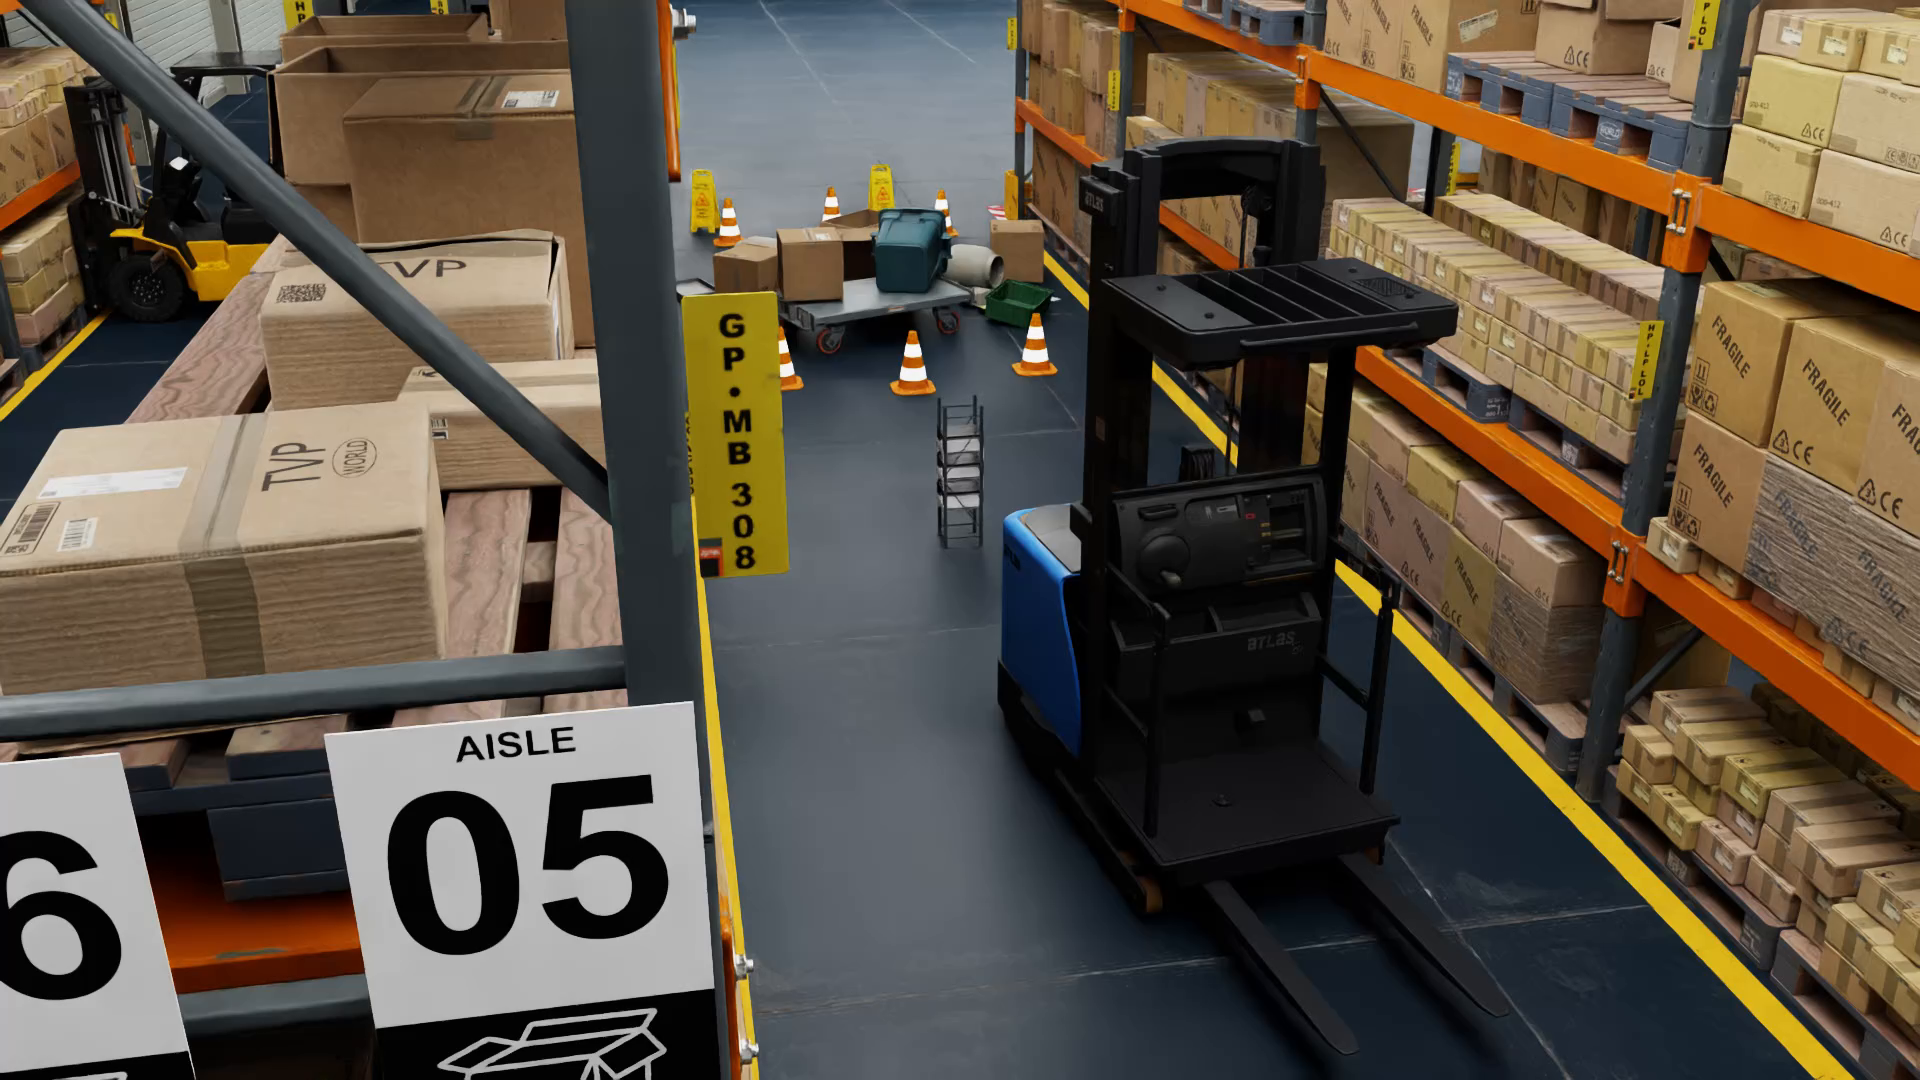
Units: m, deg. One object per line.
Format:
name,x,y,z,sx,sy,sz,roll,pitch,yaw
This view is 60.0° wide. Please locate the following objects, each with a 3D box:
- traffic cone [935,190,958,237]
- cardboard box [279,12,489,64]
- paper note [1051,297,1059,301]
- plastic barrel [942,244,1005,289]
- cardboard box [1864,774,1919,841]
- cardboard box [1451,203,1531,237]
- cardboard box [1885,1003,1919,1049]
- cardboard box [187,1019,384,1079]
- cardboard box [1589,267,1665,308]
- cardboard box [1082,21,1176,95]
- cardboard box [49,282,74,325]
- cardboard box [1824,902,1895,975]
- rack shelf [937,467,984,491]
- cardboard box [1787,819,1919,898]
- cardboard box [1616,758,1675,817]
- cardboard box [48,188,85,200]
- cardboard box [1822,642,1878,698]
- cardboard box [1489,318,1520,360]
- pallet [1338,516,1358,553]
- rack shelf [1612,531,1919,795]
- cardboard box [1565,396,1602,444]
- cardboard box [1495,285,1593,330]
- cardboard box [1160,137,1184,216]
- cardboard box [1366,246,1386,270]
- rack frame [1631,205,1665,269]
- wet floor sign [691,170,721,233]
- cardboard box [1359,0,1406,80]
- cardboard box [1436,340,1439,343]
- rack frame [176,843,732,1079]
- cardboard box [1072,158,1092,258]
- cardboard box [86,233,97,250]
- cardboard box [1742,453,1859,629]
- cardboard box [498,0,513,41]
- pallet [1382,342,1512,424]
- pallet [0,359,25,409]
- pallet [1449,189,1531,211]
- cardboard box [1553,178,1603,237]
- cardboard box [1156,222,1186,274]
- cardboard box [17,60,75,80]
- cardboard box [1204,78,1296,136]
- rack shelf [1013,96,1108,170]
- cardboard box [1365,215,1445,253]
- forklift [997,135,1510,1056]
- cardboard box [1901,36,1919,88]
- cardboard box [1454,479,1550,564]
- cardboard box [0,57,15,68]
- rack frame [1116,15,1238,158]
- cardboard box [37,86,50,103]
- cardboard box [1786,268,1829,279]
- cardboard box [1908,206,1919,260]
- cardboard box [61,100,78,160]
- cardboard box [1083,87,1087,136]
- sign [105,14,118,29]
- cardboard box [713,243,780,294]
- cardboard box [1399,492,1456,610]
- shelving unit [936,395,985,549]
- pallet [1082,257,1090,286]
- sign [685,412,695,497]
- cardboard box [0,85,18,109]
traffic cone,-0.199,-3.482,17.645,0.336,0.463,0.334,-4,24,-10
cardboard box,-1.627,-1.244,4.829,0.500,0.500,0.500,-4,24,-9
paper note,0.823,-2.223,15.300,0.142,0.020,0.147,18,29,36
plastic barrel,0.120,-2.538,15.531,0.512,0.421,0.421,13,27,27
cardboard box,3.749,1.026,6.447,0.380,0.149,0.250,-4,24,-8
cardboard box,3.163,-1.904,9.908,0.380,0.149,0.250,-5,24,-10
cardboard box,3.472,1.647,5.768,0.380,0.149,0.250,-4,24,-8
cardboard box,-1.053,0.813,2.456,0.380,0.149,0.250,-4,24,-9
cardboard box,3.456,-1.286,8.493,0.380,0.149,0.250,-3,24,-8
cardboard box,1.587,-4.304,14.821,0.875,0.550,0.550,-4,24,-10
cardboard box,-7.759,-1.956,13.892,0.500,0.250,0.500,-5,24,-11
cardboard box,3.344,1.412,5.936,0.380,0.149,0.250,-4,24,-10
rack shelf,0.001,-0.379,10.076,0.258,0.077,0.200,-4,24,-10
cardboard box,3.302,1.169,6.119,0.380,0.149,0.250,-4,24,-9
cardboard box,3.069,1.042,7.153,0.380,0.149,0.250,-5,24,-12
cardboard box,-8.030,-3.018,15.075,0.500,0.250,0.500,-4,24,-9
cardboard box,3.296,0.420,5.853,0.380,0.149,0.250,-4,24,-9
cardboard box,2.855,-1.005,8.222,0.380,0.149,0.250,-6,24,-12
pallet,2.720,-0.227,10.506,1.003,0.211,1.213,-4,24,-10
rack shelf,3.687,0.878,5.392,1.077,0.370,4.000,-4,24,-10
cardboard box,3.000,-0.560,7.573,0.380,0.149,0.250,-4,24,-9
cardboard box,2.864,-1.140,8.158,0.380,0.149,0.250,-5,24,-11
cardboard box,1.854,-2.809,12.809,0.500,0.500,0.500,-4,24,-10
cardboard box,2.574,-1.610,9.605,0.380,0.149,0.250,-5,24,-11
rack frame,6.731,-3.713,15.003,1.000,3.000,0.127,-4,24,-10
wet floor sign,-2.732,-3.628,17.750,0.267,0.644,0.232,4,24,9
cardboard box,2.521,-2.792,9.023,0.500,0.500,0.500,-4,24,-10
cardboard box,2.709,-1.177,8.987,0.380,0.149,0.250,-4,24,-9
rack frame,-0.789,1.741,2.517,1.000,3.000,0.127,-4,24,-10
cardboard box,1.620,-3.211,15.985,0.875,0.875,0.875,-4,24,-9
cardboard box,-7.941,-2.580,14.697,0.500,0.250,0.500,-4,24,-10
cardboard box,3.259,-0.013,6.036,0.500,0.500,0.500,-4,24,-10
cardboard box,-1.899,-2.644,8.158,0.700,0.500,0.500,-6,24,-12
pallet,2.984,-0.949,8.914,1.003,0.211,1.213,-4,24,-10
pallet,-7.711,-1.046,12.381,1.003,0.211,1.213,-4,24,-10
pallet,6.121,-3.656,18.358,1.003,0.211,1.213,-4,24,-10
cardboard box,6.391,-3.383,16.847,0.500,0.500,0.500,-6,24,-14
cardboard box,2.041,-2.309,14.076,1.050,0.750,0.750,-4,24,-10
cardboard box,-8.071,-4.145,14.685,0.380,0.149,0.250,-4,24,-8
cardboard box,2.217,-3.095,12.214,0.700,0.500,0.500,-5,24,-10
rack shelf,1.468,-3.842,16.199,1.077,0.370,4.000,-4,24,-10
cardboard box,2.566,-1.764,9.586,0.380,0.149,0.250,-4,24,-10
forklift,1.141,0.001,6.586,1.130,2.935,3.031,-8,25,-17
cardboard box,3.256,-1.514,5.287,0.380,0.149,0.250,-5,24,-11
cardboard box,2.849,-0.107,8.408,0.500,0.250,0.500,-3,24,-7
cardboard box,-8.664,-4.209,14.832,0.380,0.149,0.250,-4,24,-9
rack frame,1.838,-3.385,14.254,1.000,3.000,0.127,-4,24,-10
cardboard box,-8.067,-3.804,14.276,0.380,0.149,0.250,-4,24,-10
cardboard box,7.100,-1.897,13.420,0.700,0.500,0.500,-2,24,-5
cardboard box,3.322,-0.940,5.095,0.500,0.250,0.500,-3,24,-7
cardboard box,-8.094,-3.649,14.733,0.500,0.500,0.500,-5,24,-11
cardboard box,1.650,-4.034,15.552,0.875,0.550,0.550,-4,24,-10
sign,-8.090,-4.858,15.882,0.100,0.325,0.005,-4,24,-10
cardboard box,-1.869,-2.357,15.019,0.500,0.500,0.500,13,27,27
cardboard box,2.747,0.038,9.014,0.500,0.500,0.500,-5,24,-11
shelving unit,0.001,-0.409,10.063,0.258,0.900,0.210,-4,24,-10
pallet,1.774,-2.412,15.510,1.003,0.211,1.213,-4,24,-10
sign,-0.984,-0.307,6.025,0.100,0.325,0.005,-4,24,-10
cardboard box,-7.793,-3.542,13.305,0.380,0.149,0.250,-4,24,-9
